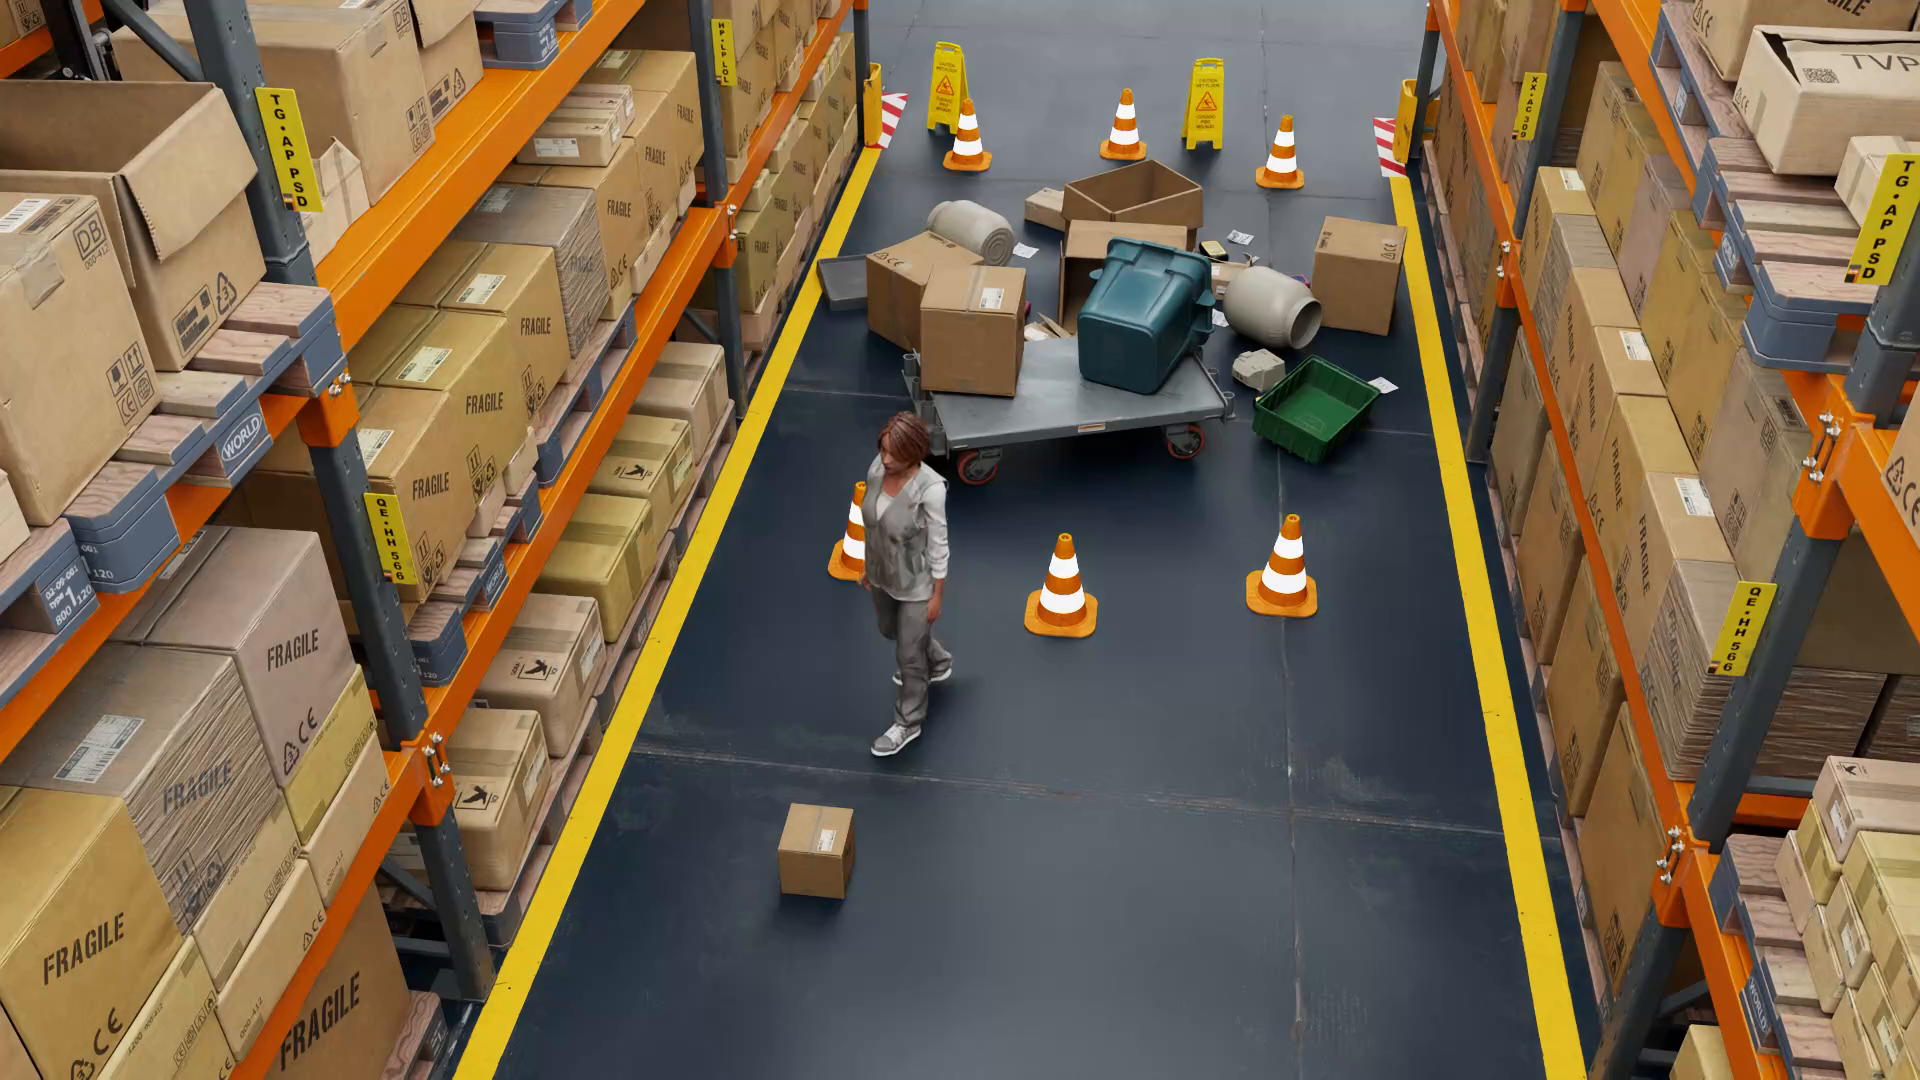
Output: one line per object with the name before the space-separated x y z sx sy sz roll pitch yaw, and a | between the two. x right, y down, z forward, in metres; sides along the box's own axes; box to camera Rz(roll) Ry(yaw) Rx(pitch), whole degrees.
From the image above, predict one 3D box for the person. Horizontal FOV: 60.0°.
person | -0.214 0.144 6.836 0.568 1.598 0.451 -28 45 -33
